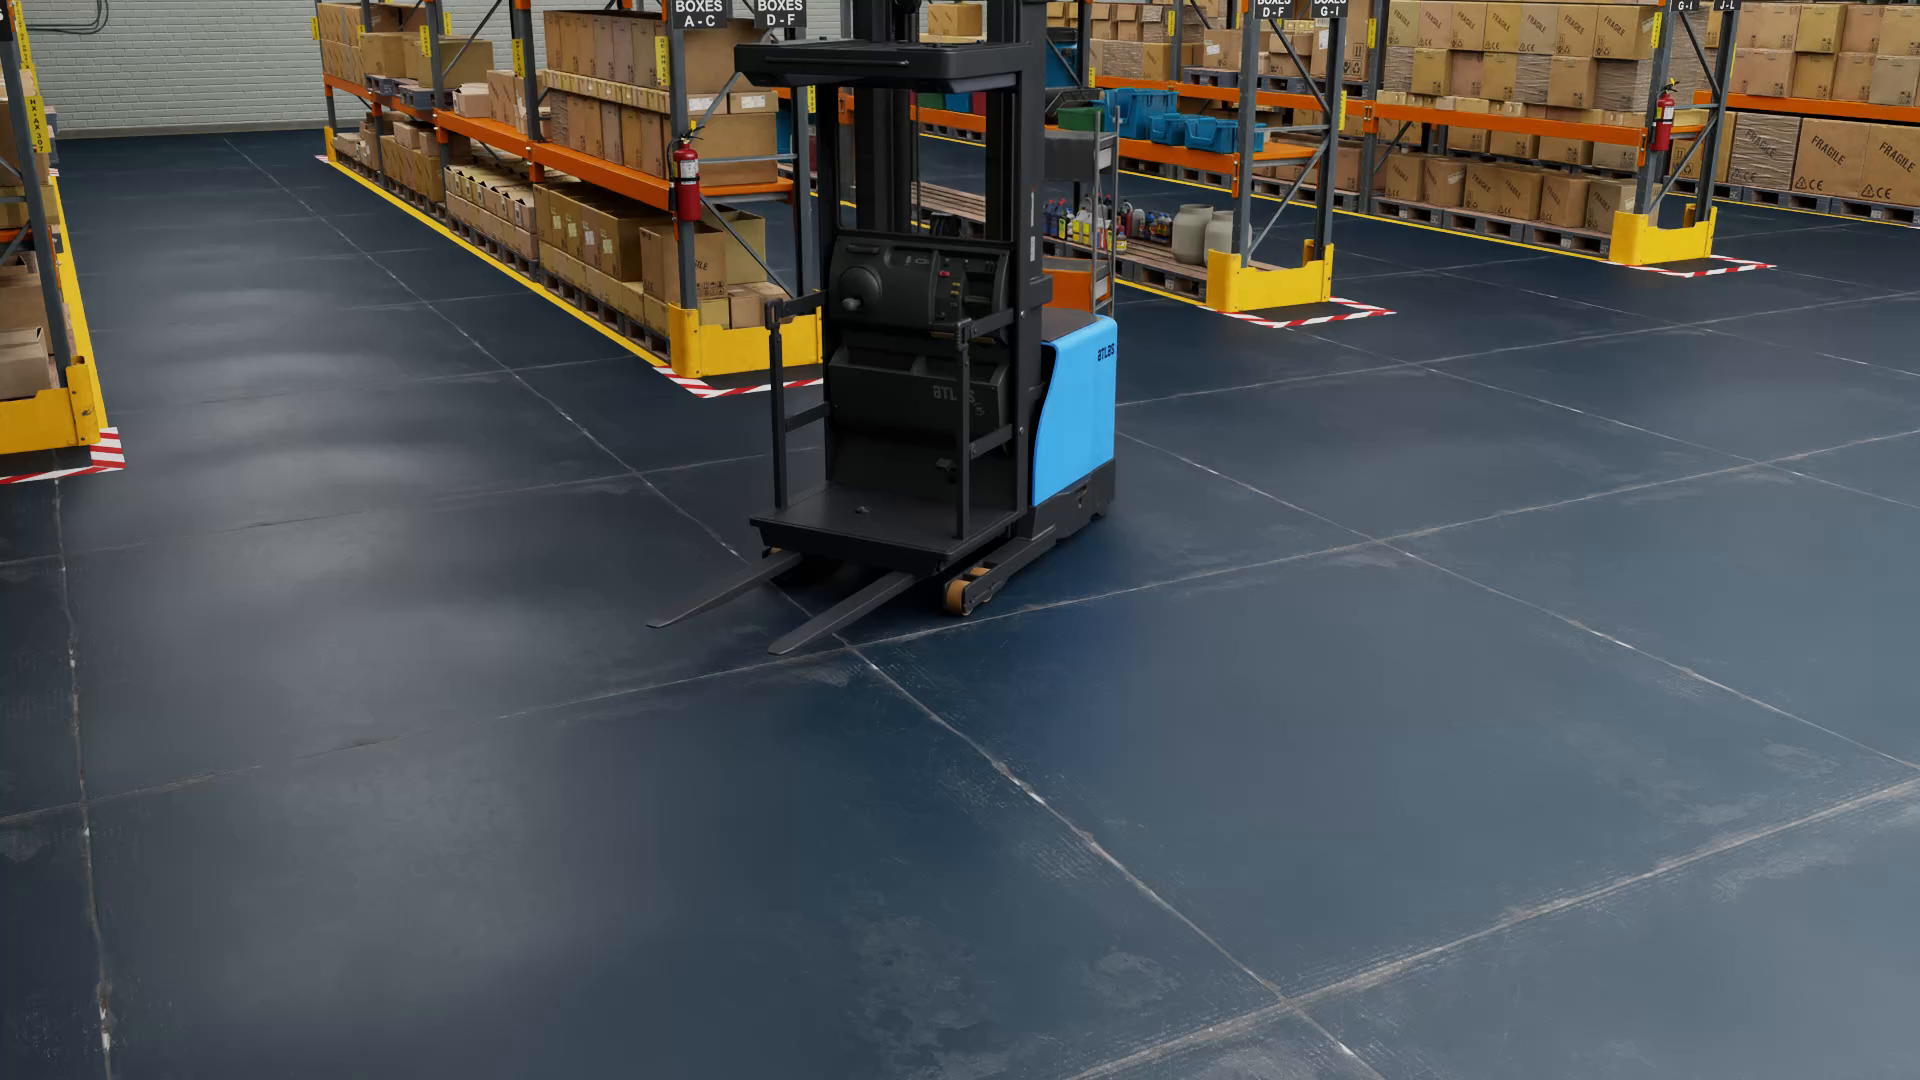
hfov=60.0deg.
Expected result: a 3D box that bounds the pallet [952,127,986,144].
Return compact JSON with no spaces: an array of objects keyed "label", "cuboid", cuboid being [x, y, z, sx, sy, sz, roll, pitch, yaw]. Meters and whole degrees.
[{"label":"pallet","cuboid":[0.584,-6.967,28.498,1.003,0.211,1.213,-10,21,-27]}]

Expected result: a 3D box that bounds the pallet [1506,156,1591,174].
[{"label":"pallet","cuboid":[8.655,-5.389,23.925,1.003,0.211,1.213,-10,21,-27]}]

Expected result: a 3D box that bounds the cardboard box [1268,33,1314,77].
[{"label":"cardboard box","cuboid":[4.354,-6.138,21.019,0.797,0.503,0.637,-8,20,-21]}]

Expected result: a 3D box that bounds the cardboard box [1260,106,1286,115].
[{"label":"cardboard box","cuboid":[5.443,-7.476,28.969,0.380,0.149,0.250,-10,21,-26]}]

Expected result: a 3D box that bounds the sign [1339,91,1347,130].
[{"label":"sign","cuboid":[3.285,-3.707,14.351,0.100,0.325,0.005,-10,21,-27]}]

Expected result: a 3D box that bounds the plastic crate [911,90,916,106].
[{"label":"plastic crate","cuboid":[-0.502,-5.308,19.316,0.402,0.464,0.583,-10,21,-27]}]

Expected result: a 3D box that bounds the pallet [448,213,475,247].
[{"label":"pallet","cuboid":[-5.005,-3.462,18.340,1.003,0.211,1.213,-10,21,-27]}]

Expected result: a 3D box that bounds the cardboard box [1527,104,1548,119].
[{"label":"cardboard box","cuboid":[6.233,-4.547,17.594,0.380,0.149,0.250,-10,21,-27]}]

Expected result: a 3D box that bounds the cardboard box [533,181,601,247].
[{"label":"cardboard box","cuboid":[-3.517,-2.946,14.992,0.500,0.500,0.500,-10,21,-27]}]

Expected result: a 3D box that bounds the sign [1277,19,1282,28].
[{"label":"sign","cuboid":[5.398,-8.766,28.110,0.100,0.325,0.005,-10,21,-27]}]

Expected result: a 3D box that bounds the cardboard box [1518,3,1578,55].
[{"label":"cardboard box","cuboid":[6.201,-5.326,17.325,0.500,0.500,0.500,-10,21,-27]}]

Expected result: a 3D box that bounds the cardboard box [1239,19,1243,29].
[{"label":"cardboard box","cuboid":[5.148,-8.876,29.145,0.500,0.500,0.500,-11,22,-28]}]

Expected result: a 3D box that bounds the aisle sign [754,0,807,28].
[{"label":"aisle sign","cuboid":[-1.262,-3.983,11.591,0.394,0.787,0.004,-10,21,-27]}]

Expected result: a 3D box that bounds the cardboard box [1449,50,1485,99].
[{"label":"cardboard box","cuboid":[5.950,-5.180,18.434,0.875,0.500,0.500,-10,21,-27]}]

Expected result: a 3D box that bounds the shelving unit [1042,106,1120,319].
[{"label":"shelving unit","cuboid":[0.559,-1.325,9.249,0.503,2.100,0.431,7,21,20]}]

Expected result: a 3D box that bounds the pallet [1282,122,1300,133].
[{"label":"pallet","cuboid":[5.522,-7.312,29.499,1.003,0.211,1.213,-10,21,-27]}]

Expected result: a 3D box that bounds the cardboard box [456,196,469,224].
[{"label":"cardboard box","cuboid":[-5.132,-3.581,17.983,0.500,0.250,0.500,-11,22,-28]}]

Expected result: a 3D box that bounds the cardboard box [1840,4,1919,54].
[{"label":"cardboard box","cuboid":[10.940,-6.018,19.587,0.875,0.550,0.550,-10,21,-27]}]

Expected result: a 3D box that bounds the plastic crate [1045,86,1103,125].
[{"label":"plastic crate","cuboid":[1.036,-4.441,16.998,0.767,0.338,0.504,-10,21,-27]}]

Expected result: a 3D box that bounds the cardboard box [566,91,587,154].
[{"label":"cardboard box","cuboid":[-2.989,-3.645,14.442,0.700,0.500,0.500,-10,22,-27]}]

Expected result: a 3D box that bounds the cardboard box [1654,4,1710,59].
[{"label":"cardboard box","cuboid":[7.136,-5.120,16.728,0.500,0.500,0.500,-10,21,-27]}]

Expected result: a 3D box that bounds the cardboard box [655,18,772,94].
[{"label":"cardboard box","cuboid":[-1.798,-3.538,12.143,0.700,0.500,0.500,-10,21,-26]}]

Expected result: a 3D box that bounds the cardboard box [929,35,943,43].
[{"label":"cardboard box","cuboid":[-0.197,-8.594,28.713,0.500,0.250,0.500,-10,22,-27]}]

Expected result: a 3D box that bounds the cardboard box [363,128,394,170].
[{"label":"cardboard box","cuboid":[-7.781,-5.317,22.598,0.500,0.500,0.500,-10,21,-27]}]

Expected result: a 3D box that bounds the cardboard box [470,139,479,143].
[{"label":"cardboard box","cuboid":[-6.309,-4.813,21.137,0.500,0.500,0.500,-10,21,-26]}]

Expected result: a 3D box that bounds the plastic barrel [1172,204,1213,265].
[{"label":"plastic barrel","cuboid":[2.181,-2.836,15.420,0.421,0.512,0.421,0,19,0]}]

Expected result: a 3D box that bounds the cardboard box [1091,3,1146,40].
[{"label":"cardboard box","cuboid":[2.394,-7.669,24.566,0.797,0.503,0.637,-9,21,-25]}]

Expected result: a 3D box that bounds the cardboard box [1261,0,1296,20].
[{"label":"cardboard box","cuboid":[5.411,-9.197,28.543,0.500,0.500,0.500,-11,22,-29]}]

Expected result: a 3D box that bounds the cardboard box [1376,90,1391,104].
[{"label":"cardboard box","cuboid":[5.096,-5.180,19.431,0.380,0.149,0.250,-10,21,-27]}]

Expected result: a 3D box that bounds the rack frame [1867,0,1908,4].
[{"label":"rack frame","cuboid":[16.447,-8.861,29.711,1.000,3.000,0.127,-10,21,-27]}]

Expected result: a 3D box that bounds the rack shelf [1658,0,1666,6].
[{"label":"rack shelf","cuboid":[6.208,-5.911,17.668,1.077,0.370,4.000,-10,21,-27]}]

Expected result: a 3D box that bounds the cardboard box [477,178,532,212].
[{"label":"cardboard box","cuboid":[-4.629,-3.547,17.023,0.500,0.311,0.500,-10,22,-27]}]

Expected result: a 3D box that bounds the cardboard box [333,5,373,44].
[{"label":"cardboard box","cuboid":[-8.451,-7.232,23.304,0.500,0.500,0.500,-10,22,-27]}]

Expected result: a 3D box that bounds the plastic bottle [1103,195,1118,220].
[{"label":"plastic bottle","cuboid":[1.550,-3.401,17.275,0.144,0.351,0.185,-11,22,-29]}]

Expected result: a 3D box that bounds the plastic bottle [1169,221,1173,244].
[{"label":"plastic bottle","cuboid":[2.121,-3.053,16.369,0.061,0.283,0.133,-10,21,-26]}]

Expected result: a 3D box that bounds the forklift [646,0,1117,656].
[{"label":"forklift","cuboid":[-0.298,-1.205,7.629,1.130,2.935,3.031,10,21,27]}]

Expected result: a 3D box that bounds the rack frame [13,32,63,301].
[{"label":"rack frame","cuboid":[-7.820,-3.106,13.033,1.000,3.000,0.127,-10,21,-27]}]

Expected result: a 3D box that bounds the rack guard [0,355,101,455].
[{"label":"rack guard","cuboid":[-5.956,-0.798,10.177,1.175,0.500,0.348,-10,21,-27]}]

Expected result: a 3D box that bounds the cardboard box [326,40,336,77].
[{"label":"cardboard box","cuboid":[-8.932,-7.051,24.313,0.500,0.500,0.500,-10,22,-27]}]

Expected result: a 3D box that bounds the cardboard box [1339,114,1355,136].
[{"label":"cardboard box","cuboid":[6.503,-6.907,27.238,0.500,0.500,0.500,-10,21,-26]}]

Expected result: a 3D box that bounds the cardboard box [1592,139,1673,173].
[{"label":"cardboard box","cuboid":[9.297,-5.446,22.621,1.050,0.750,0.750,-10,21,-27]}]

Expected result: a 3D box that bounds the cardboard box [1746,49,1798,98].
[{"label":"cardboard box","cuboid":[10.291,-5.786,20.571,0.875,0.550,0.550,-10,21,-27]}]

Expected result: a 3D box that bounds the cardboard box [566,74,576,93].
[{"label":"cardboard box","cuboid":[-3.136,-3.900,14.187,0.380,0.149,0.250,-10,22,-27]}]

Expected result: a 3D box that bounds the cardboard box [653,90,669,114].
[{"label":"cardboard box","cuboid":[-2.037,-3.235,12.260,0.380,0.149,0.250,-9,21,-25]}]

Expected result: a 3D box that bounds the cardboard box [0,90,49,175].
[{"label":"cardboard box","cuboid":[-6.108,-2.578,10.552,0.500,0.500,0.500,-10,21,-27]}]

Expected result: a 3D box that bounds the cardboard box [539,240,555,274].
[{"label":"cardboard box","cuboid":[-3.508,-2.593,15.118,0.500,0.250,0.500,-10,21,-27]}]

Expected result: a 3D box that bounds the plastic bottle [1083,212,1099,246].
[{"label":"plastic bottle","cuboid":[1.297,-3.070,16.318,0.144,0.351,0.185,-9,21,-24]}]

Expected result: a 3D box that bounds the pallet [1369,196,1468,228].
[{"label":"pallet","cuboid":[5.608,-3.902,19.616,1.003,0.211,1.213,-10,21,-27]}]

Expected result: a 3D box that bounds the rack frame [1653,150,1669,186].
[{"label":"rack frame","cuboid":[9.671,-6.147,21.846,1.000,3.000,0.127,-10,21,-27]}]

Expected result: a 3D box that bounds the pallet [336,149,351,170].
[{"label":"pallet","cuboid":[-8.745,-5.750,24.972,1.003,0.211,1.213,-10,21,-27]}]

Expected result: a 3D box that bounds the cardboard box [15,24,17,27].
[{"label":"cardboard box","cuboid":[-10.695,-5.565,18.371,0.500,0.250,0.500,-10,21,-26]}]
